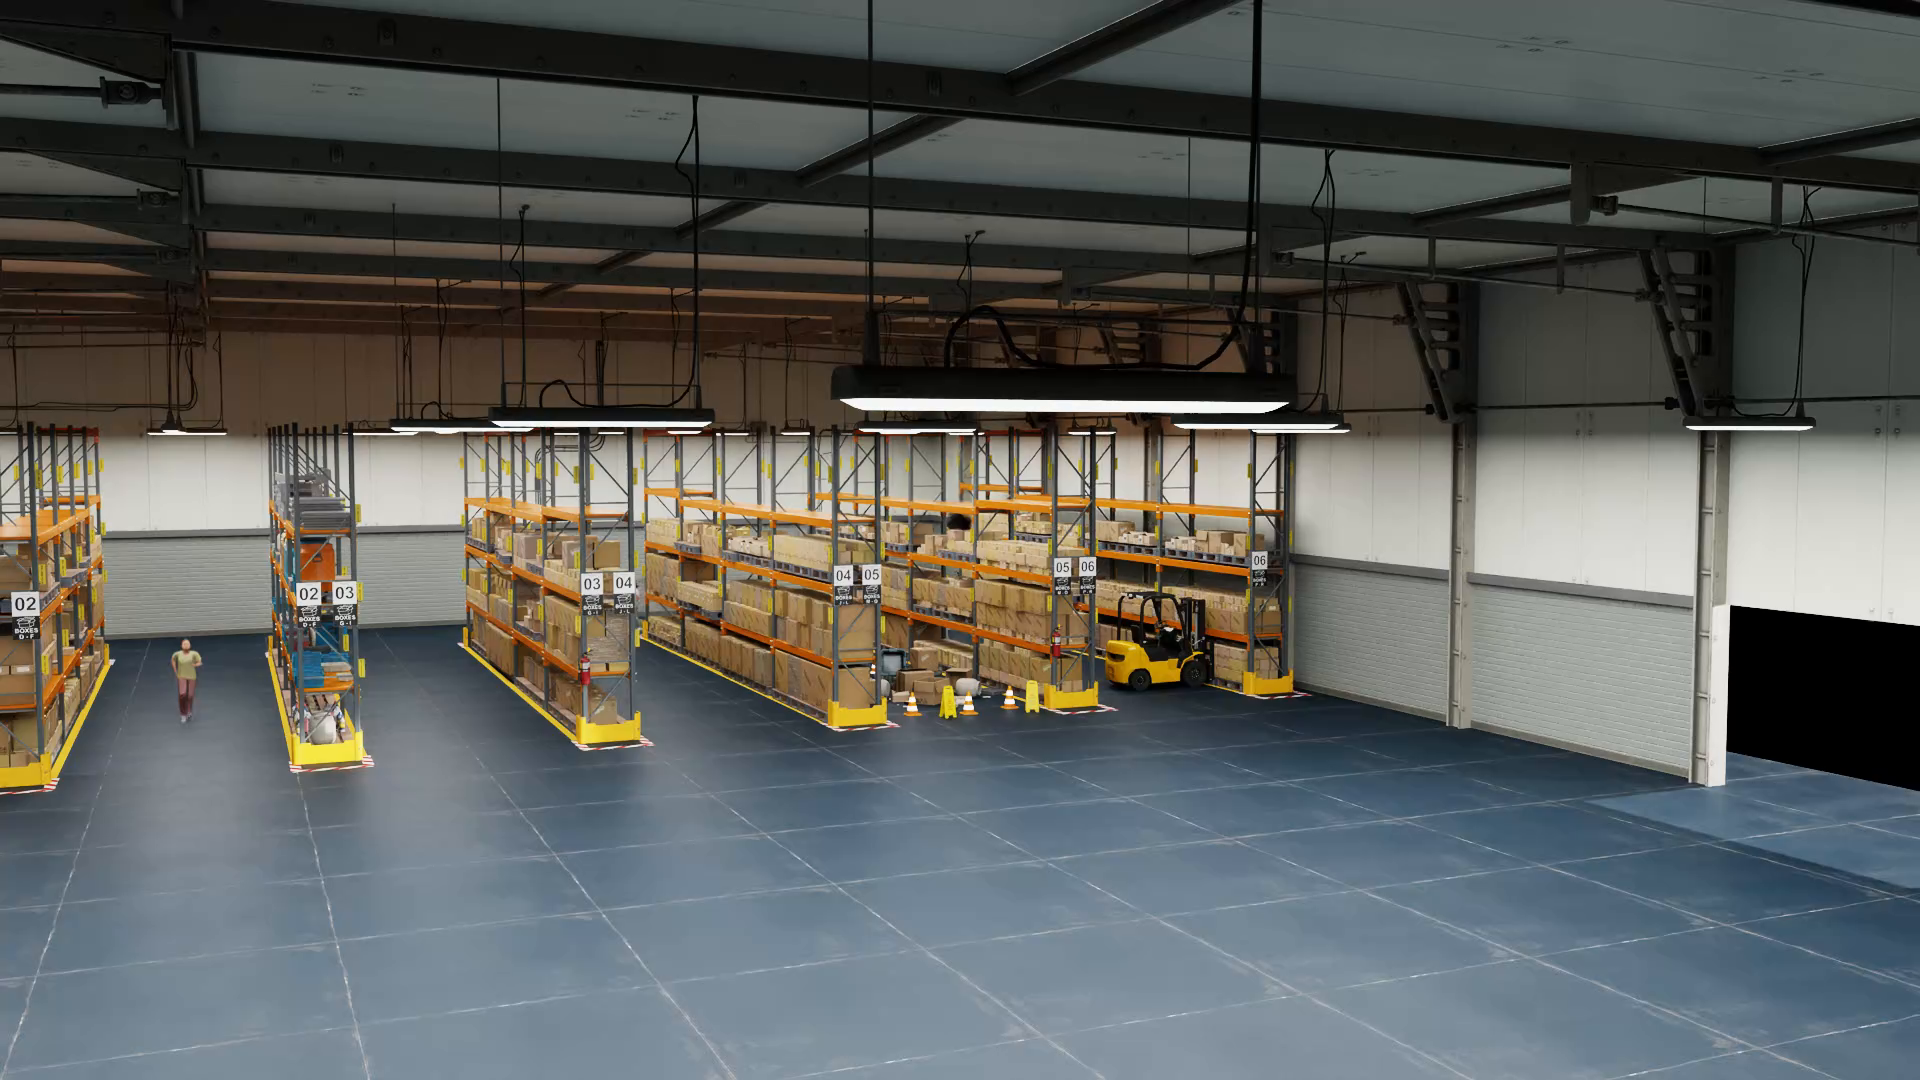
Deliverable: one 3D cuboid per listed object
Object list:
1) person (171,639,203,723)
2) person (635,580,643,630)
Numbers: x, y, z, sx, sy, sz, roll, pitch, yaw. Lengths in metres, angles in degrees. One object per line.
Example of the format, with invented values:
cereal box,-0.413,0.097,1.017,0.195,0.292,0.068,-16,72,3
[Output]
person,-15.681,2.841,33.756,0.556,1.708,0.787,-2,4,-30
person,-9.531,1.962,48.796,0.821,1.661,0.672,-2,4,-36
